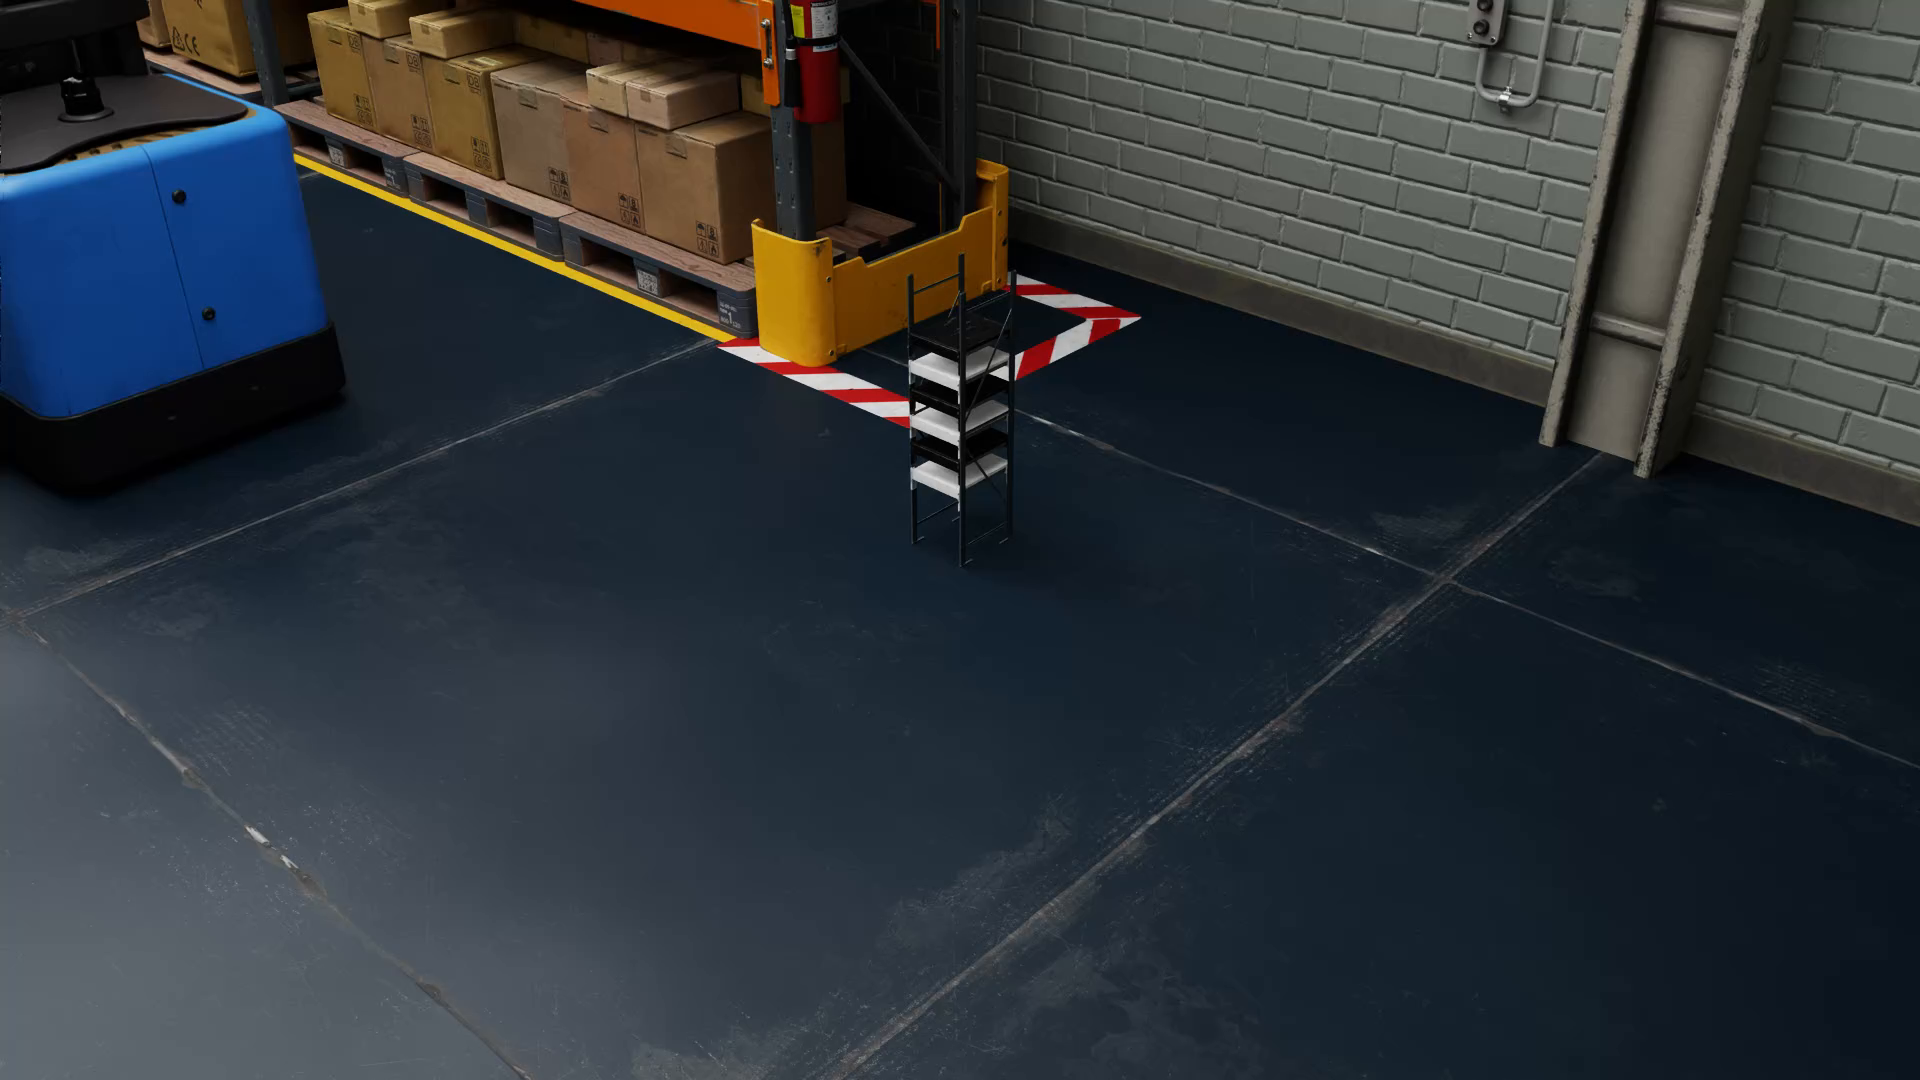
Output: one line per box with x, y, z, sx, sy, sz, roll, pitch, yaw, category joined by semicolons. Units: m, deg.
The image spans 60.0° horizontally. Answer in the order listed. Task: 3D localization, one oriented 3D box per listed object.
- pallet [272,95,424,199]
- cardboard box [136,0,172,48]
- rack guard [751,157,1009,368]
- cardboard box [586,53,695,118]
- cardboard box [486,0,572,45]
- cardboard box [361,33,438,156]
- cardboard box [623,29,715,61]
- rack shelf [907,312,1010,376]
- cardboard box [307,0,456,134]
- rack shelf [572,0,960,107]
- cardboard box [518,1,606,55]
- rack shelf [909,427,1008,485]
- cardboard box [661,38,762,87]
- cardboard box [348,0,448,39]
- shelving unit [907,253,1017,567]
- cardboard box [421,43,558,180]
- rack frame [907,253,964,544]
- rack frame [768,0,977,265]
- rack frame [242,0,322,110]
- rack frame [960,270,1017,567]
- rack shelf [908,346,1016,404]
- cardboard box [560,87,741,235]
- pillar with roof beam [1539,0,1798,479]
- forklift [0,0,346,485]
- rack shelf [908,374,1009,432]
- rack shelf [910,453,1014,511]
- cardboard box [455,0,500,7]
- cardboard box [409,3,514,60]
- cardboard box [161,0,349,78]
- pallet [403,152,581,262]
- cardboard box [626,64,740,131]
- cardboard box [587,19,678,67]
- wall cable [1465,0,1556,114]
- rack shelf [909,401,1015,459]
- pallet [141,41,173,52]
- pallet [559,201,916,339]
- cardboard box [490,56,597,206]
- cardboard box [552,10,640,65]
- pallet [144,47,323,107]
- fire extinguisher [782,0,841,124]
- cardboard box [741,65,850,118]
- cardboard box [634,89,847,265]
-2.765;-2.117;8.562;1.213;0.211;1.003;25;39;35;pallet
-4.506;-3.346;9.576;0.750;0.750;0.750;26;40;36;cardboard box
-0.293;-1.141;6.661;0.348;0.500;1.175;25;39;35;rack guard
-1.304;-1.874;6.843;0.250;0.149;0.380;26;40;36;cardboard box
-1.990;-2.460;7.815;0.250;0.149;0.380;25;39;36;cardboard box
-2.420;-2.241;8.080;0.500;0.500;0.700;25;39;35;cardboard box
-1.231;-2.106;7.228;0.250;0.149;0.380;25;39;35;cardboard box
0.006;-0.585;4.891;0.200;0.077;0.258;25;39;35;rack shelf
-2.790;-2.416;8.371;0.500;0.500;0.700;26;39;36;cardboard box
-1.793;-2.604;7.365;4.000;0.370;1.077;25;39;35;rack shelf
-1.798;-2.371;7.667;0.250;0.149;0.380;24;39;34;cardboard box
0.006;-0.277;5.077;0.200;0.077;0.258;25;39;35;rack shelf
-1.046;-2.020;7.084;0.250;0.149;0.380;25;39;35;cardboard box
-2.659;-2.505;7.891;0.250;0.149;0.380;27;40;37;cardboard box
0.006;-0.383;5.013;0.210;0.900;0.258;25;39;35;shelving unit
-2.041;-2.062;7.784;0.500;0.500;0.700;26;40;36;cardboard box
-0.069;-0.418;5.072;0.006;0.900;0.240;25;39;35;rack frame
-0.310;-2.220;6.030;0.127;3.000;1.000;25;39;35;rack frame
-3.276;-3.605;8.330;0.127;3.000;1.000;25;39;35;rack frame
0.081;-0.348;4.955;0.006;0.900;0.240;25;39;35;rack frame
0.006;-0.508;4.938;0.200;0.077;0.258;25;39;35;rack shelf
-1.268;-1.707;7.193;0.500;0.500;0.700;25;39;35;cardboard box
-0.617;-2.541;0.746;0.400;9.000;9.100;25;39;35;pillar with roof beam
-3.686;-2.059;5.828;3.031;2.935;1.130;24;38;34;forklift
0.006;-0.431;4.984;0.200;0.077;0.258;25;39;35;rack shelf
0.006;-0.200;5.123;0.200;0.077;0.258;25;39;35;rack shelf
-2.177;-2.547;7.961;0.250;0.149;0.380;24;38;34;cardboard box
-2.272;-2.325;7.591;0.250;0.149;0.380;24;38;34;cardboard box
-3.845;-3.039;9.067;0.750;0.750;0.750;26;39;36;cardboard box
-1.856;-1.695;7.861;1.213;0.211;1.003;25;39;35;pallet
-1.114;-1.786;6.696;0.250;0.149;0.380;25;39;35;cardboard box
-1.420;-2.194;7.374;0.250;0.149;0.380;26;39;36;cardboard box
1.274;-2.574;5.633;1.851;1.984;0.084;25;39;35;wall cable
0.006;-0.354;5.030;0.200;0.077;0.258;25;39;35;rack shelf
-4.808;-3.071;10.146;1.213;0.211;1.003;25;39;35;pallet
-0.956;-1.273;7.159;1.213;0.211;1.003;25;39;35;pallet
-1.641;-1.880;7.482;0.500;0.500;0.700;24;38;34;cardboard box
-1.611;-2.283;7.521;0.250;0.149;0.380;25;39;36;cardboard box
-3.899;-2.648;9.445;1.213;0.211;1.003;25;39;35;pallet
-0.508;-1.799;5.766;0.183;0.674;0.296;25;39;35;fire extinguisher
-0.670;-1.845;6.793;0.250;0.149;0.380;25;39;35;cardboard box
-0.896;-1.534;6.905;0.500;0.500;0.700;25;39;35;cardboard box
